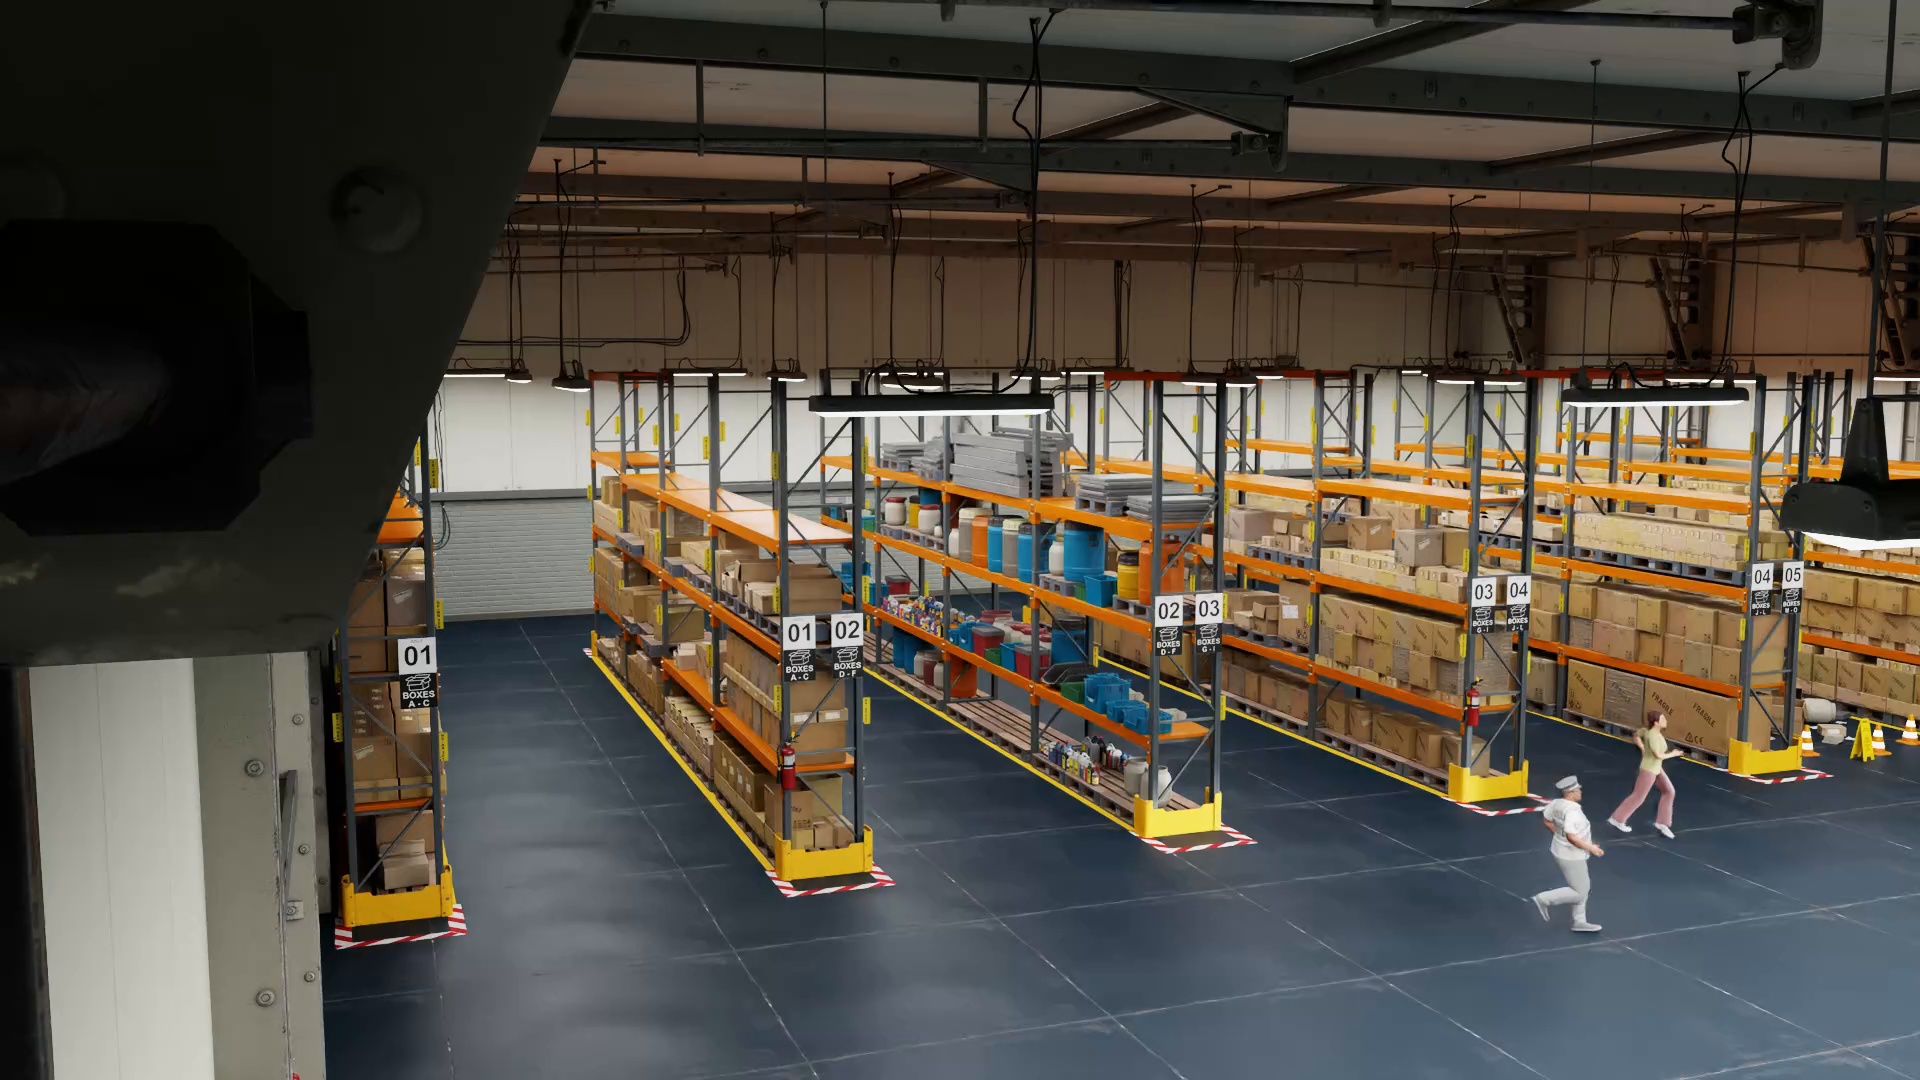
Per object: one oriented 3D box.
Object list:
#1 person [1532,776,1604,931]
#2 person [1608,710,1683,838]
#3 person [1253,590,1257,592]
[{"bbox_3d":[6.653,3.435,18.217,0.798,1.746,0.663,0,6,0],"label":"person"},{"bbox_3d":[9.021,3.069,21.875,0.869,1.711,0.583,3,7,22],"label":"person"},{"bbox_3d":[5.798,1.817,33.010,0.705,1.678,0.614,-2,7,-20],"label":"person"}]
